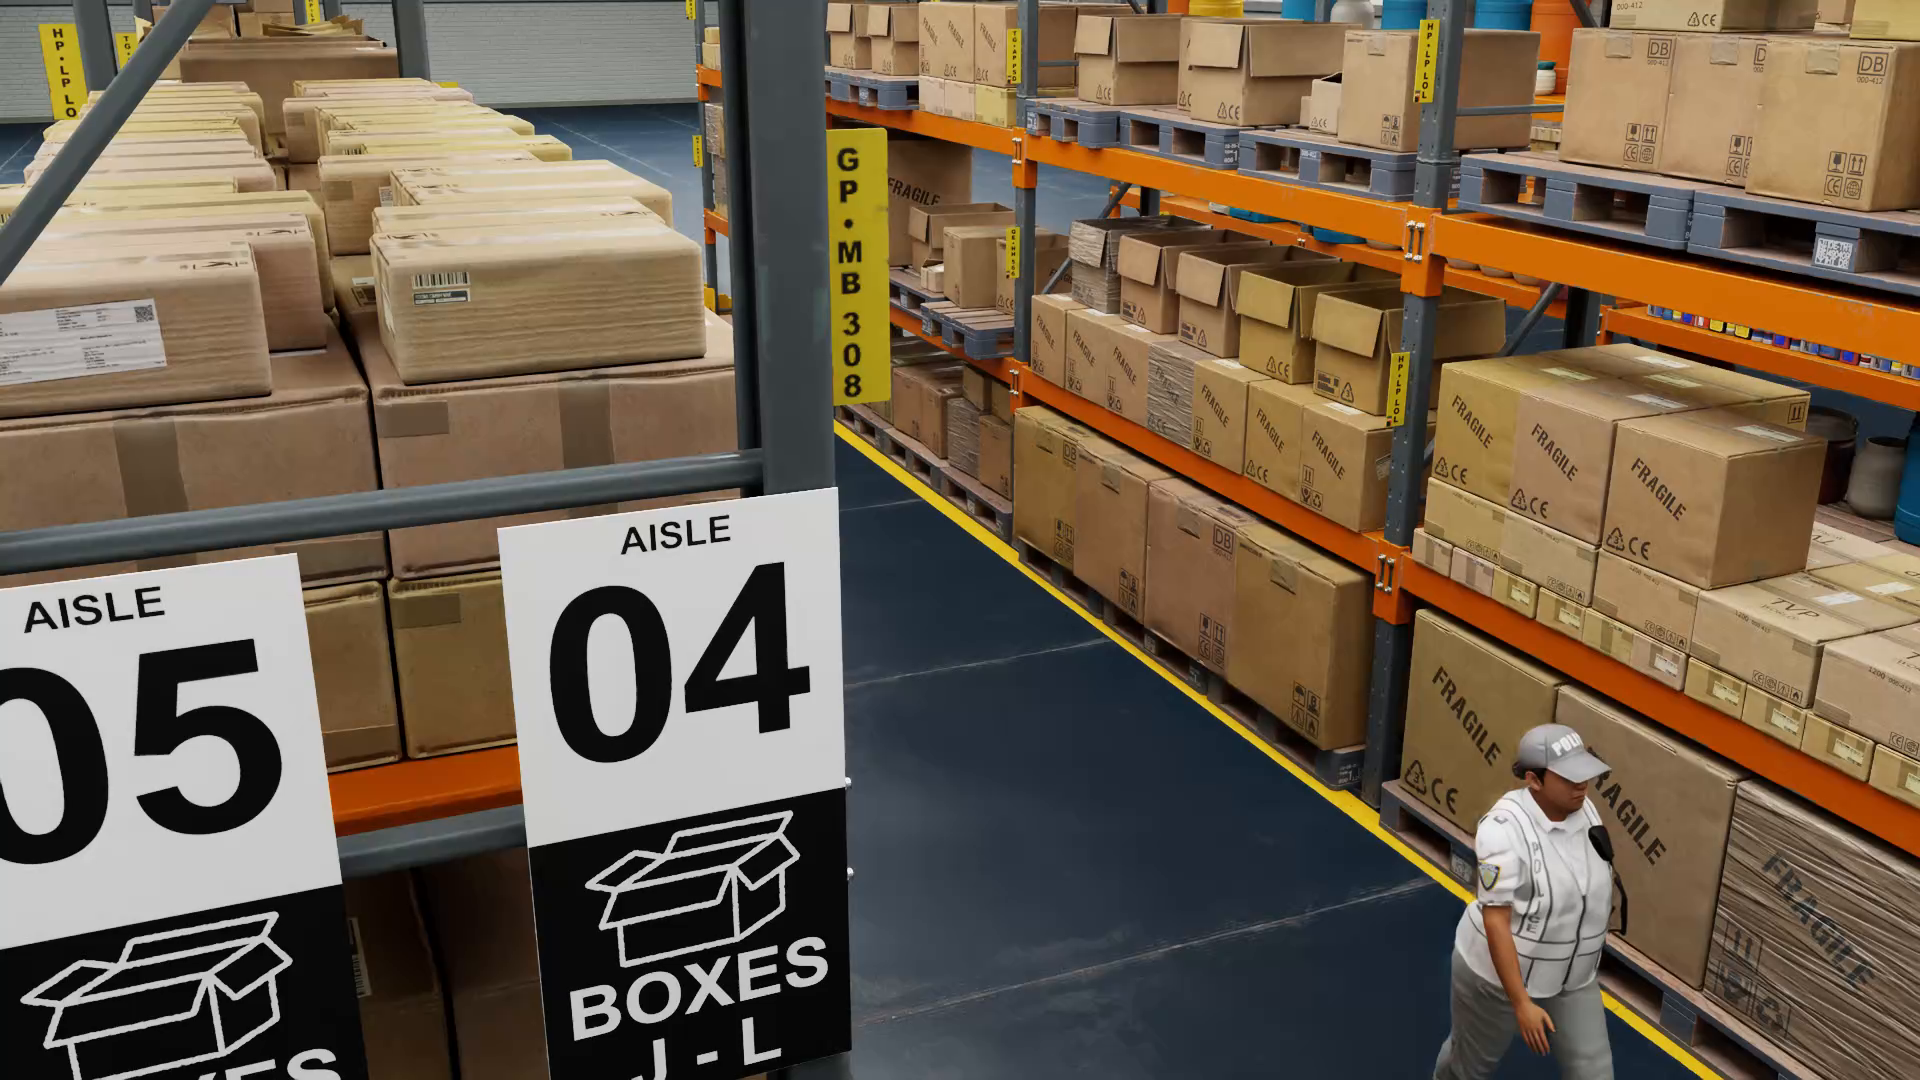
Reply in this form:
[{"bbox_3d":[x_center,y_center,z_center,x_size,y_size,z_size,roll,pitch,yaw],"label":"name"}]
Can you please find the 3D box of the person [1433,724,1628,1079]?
[{"bbox_3d":[1.796,1.369,5.088,0.474,1.664,0.837,-7,20,-20],"label":"person"}]
